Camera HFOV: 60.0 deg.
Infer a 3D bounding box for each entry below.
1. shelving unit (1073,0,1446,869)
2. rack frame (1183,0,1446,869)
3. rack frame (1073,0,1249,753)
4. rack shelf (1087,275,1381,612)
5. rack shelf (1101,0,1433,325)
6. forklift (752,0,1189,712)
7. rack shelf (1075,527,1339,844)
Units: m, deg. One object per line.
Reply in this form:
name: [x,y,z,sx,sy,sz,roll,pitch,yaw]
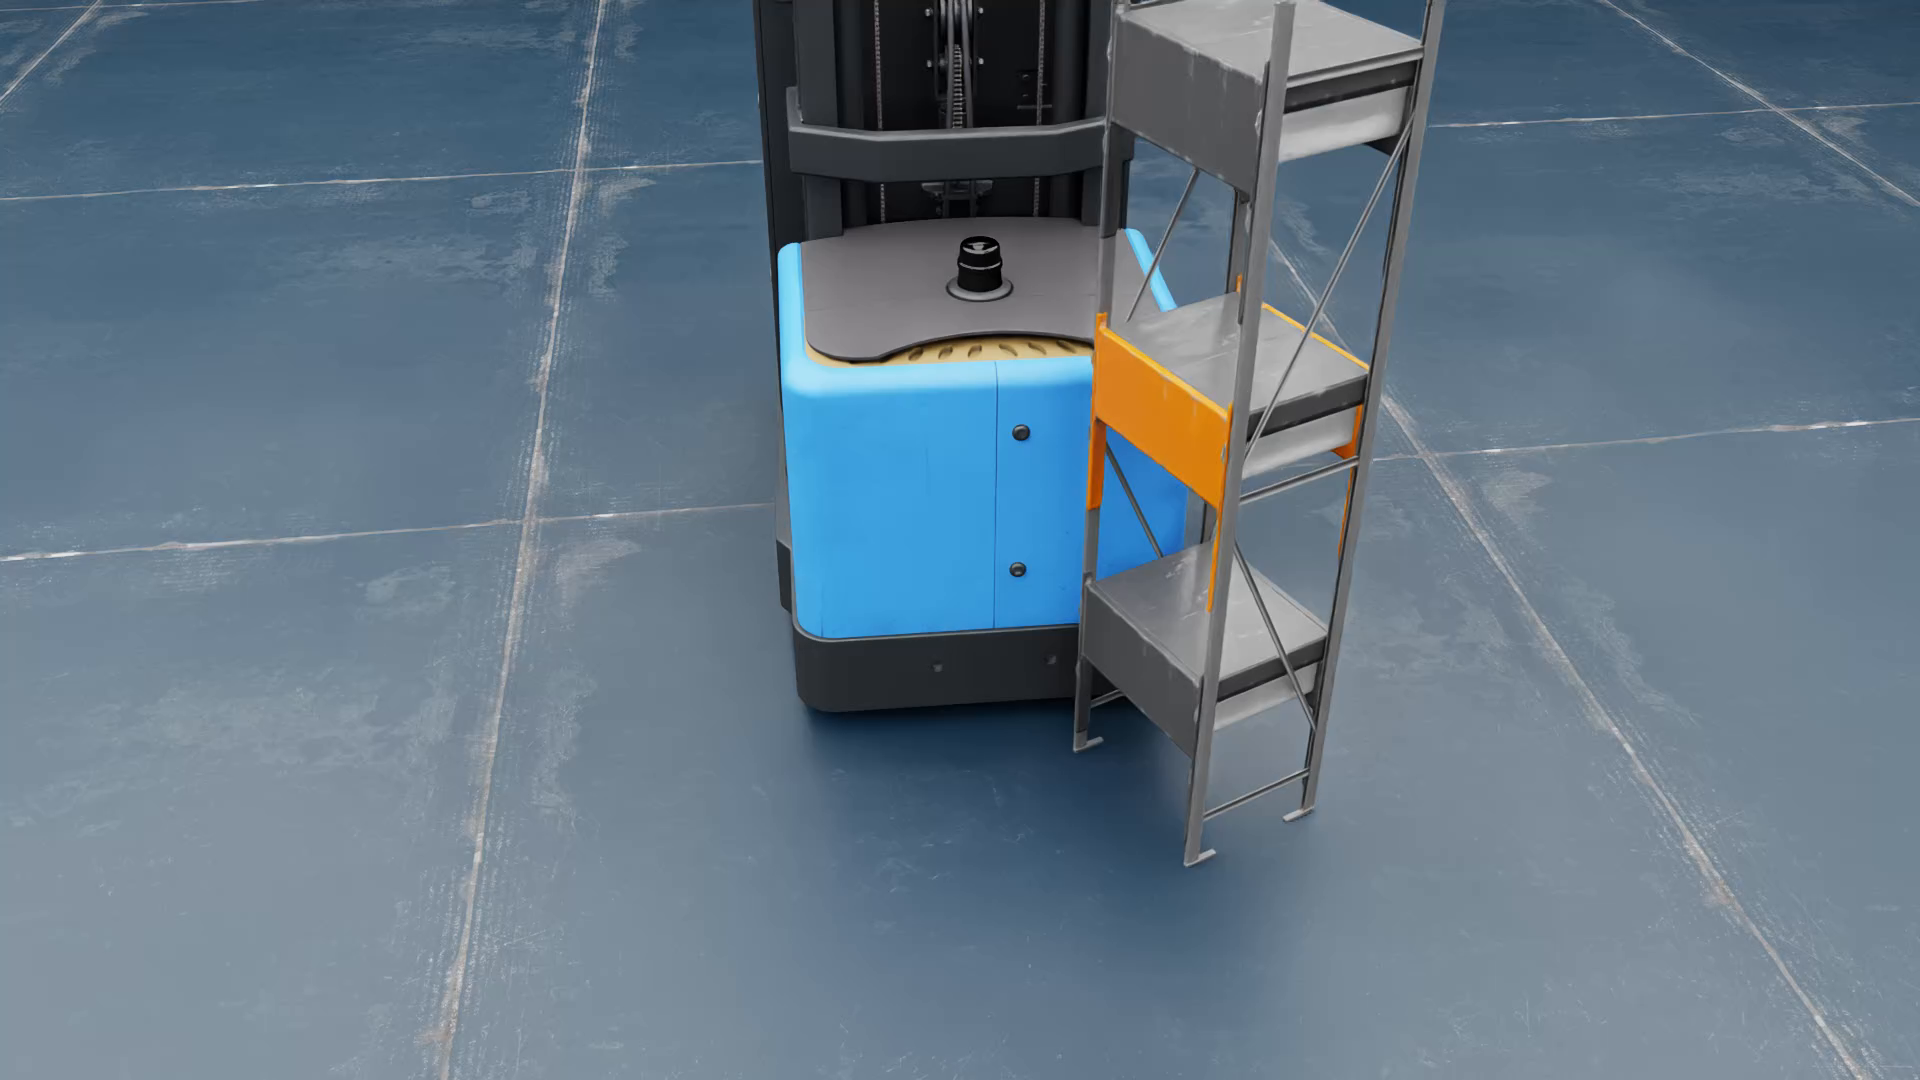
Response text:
shelving unit: [0.601,-0.241,3.739,0.431,2.100,0.503,-18,38,-25]
rack frame: [0.724,-0.123,3.566,0.400,2.100,0.015,-18,38,-25]
rack frame: [0.477,-0.360,3.913,0.400,2.100,0.015,-18,38,-25]
rack shelf: [0.601,-0.230,3.747,0.431,0.518,0.480,-18,38,-25]
rack shelf: [0.601,-0.808,3.352,0.431,0.518,0.480,-18,38,-25]
forklift: [-0.064,-1.563,4.941,1.130,2.935,3.031,-3,34,-5]
rack shelf: [0.600,0.348,4.142,0.431,0.518,0.480,-18,38,-25]
